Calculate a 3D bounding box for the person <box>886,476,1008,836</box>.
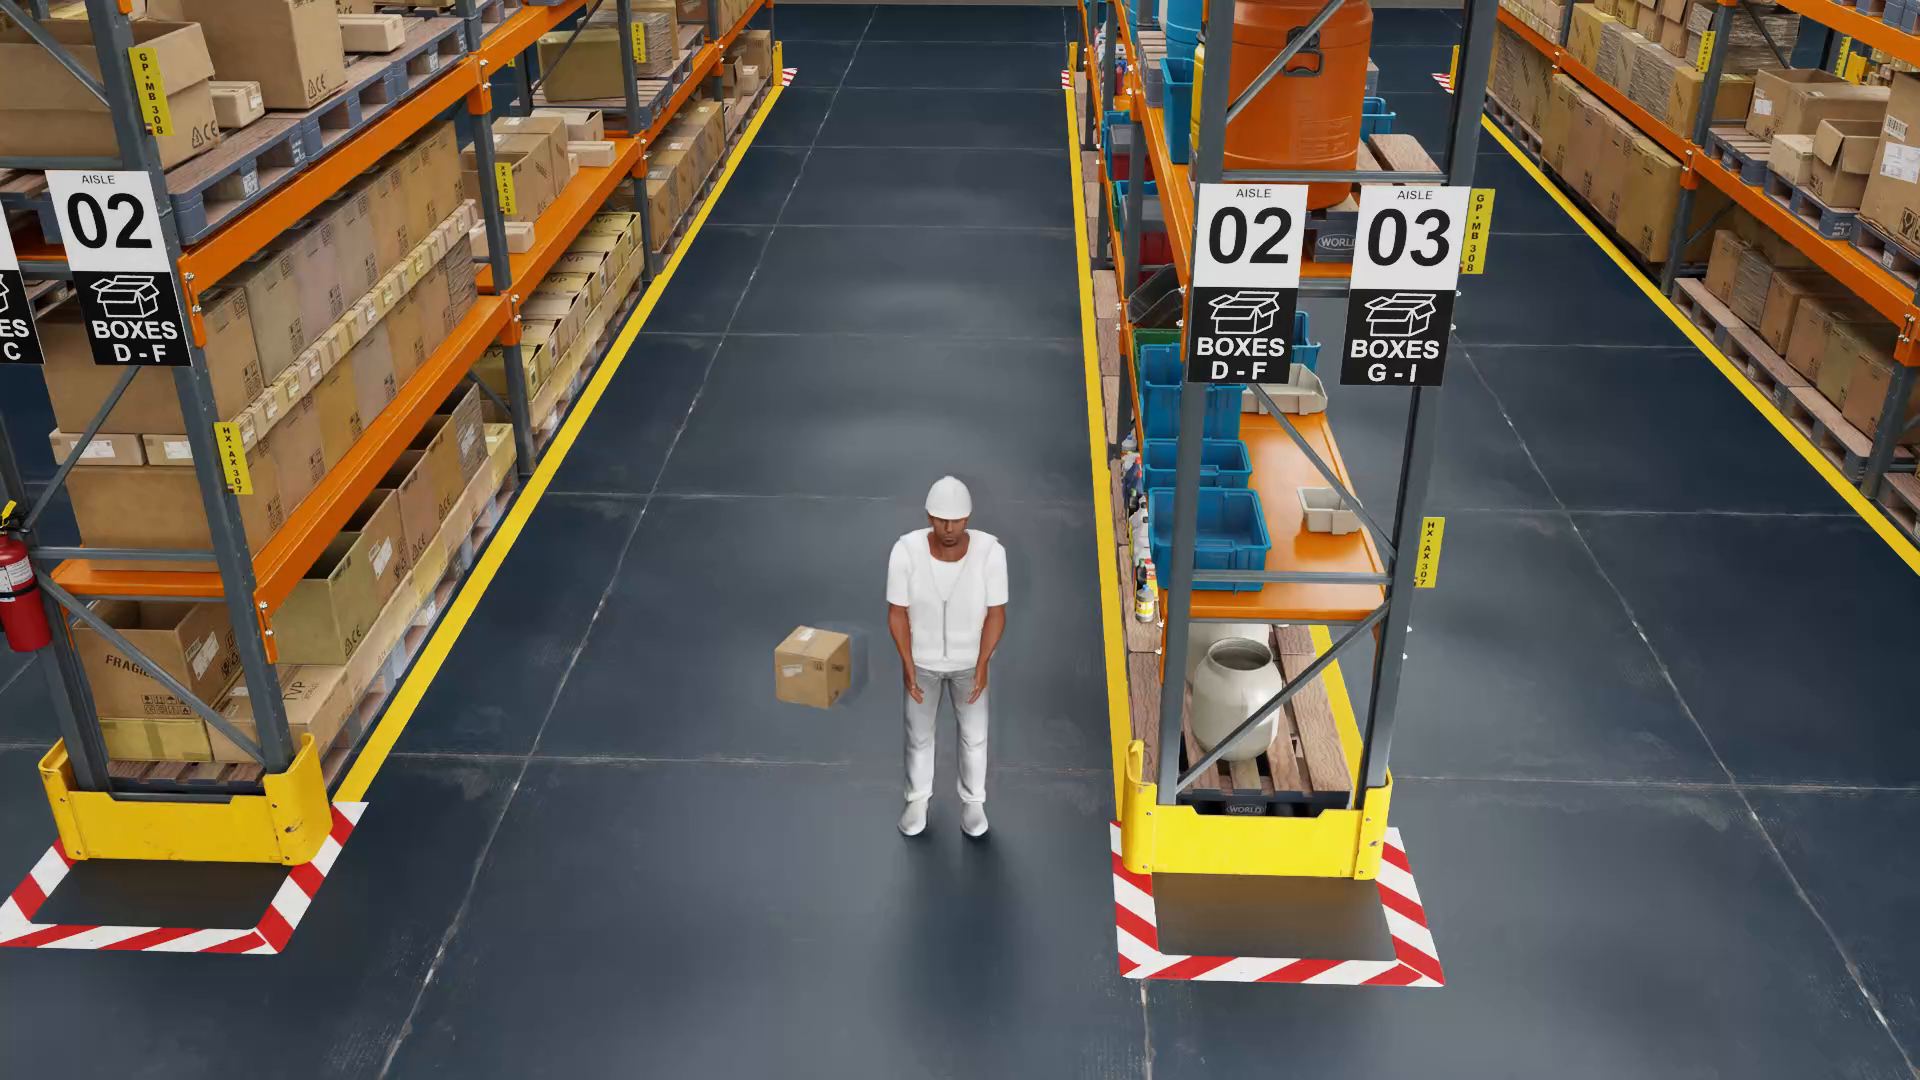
[{"bbox_3d":[-0.059,0.570,7.511,0.548,1.770,0.541,1,28,1],"label":"person"}]
